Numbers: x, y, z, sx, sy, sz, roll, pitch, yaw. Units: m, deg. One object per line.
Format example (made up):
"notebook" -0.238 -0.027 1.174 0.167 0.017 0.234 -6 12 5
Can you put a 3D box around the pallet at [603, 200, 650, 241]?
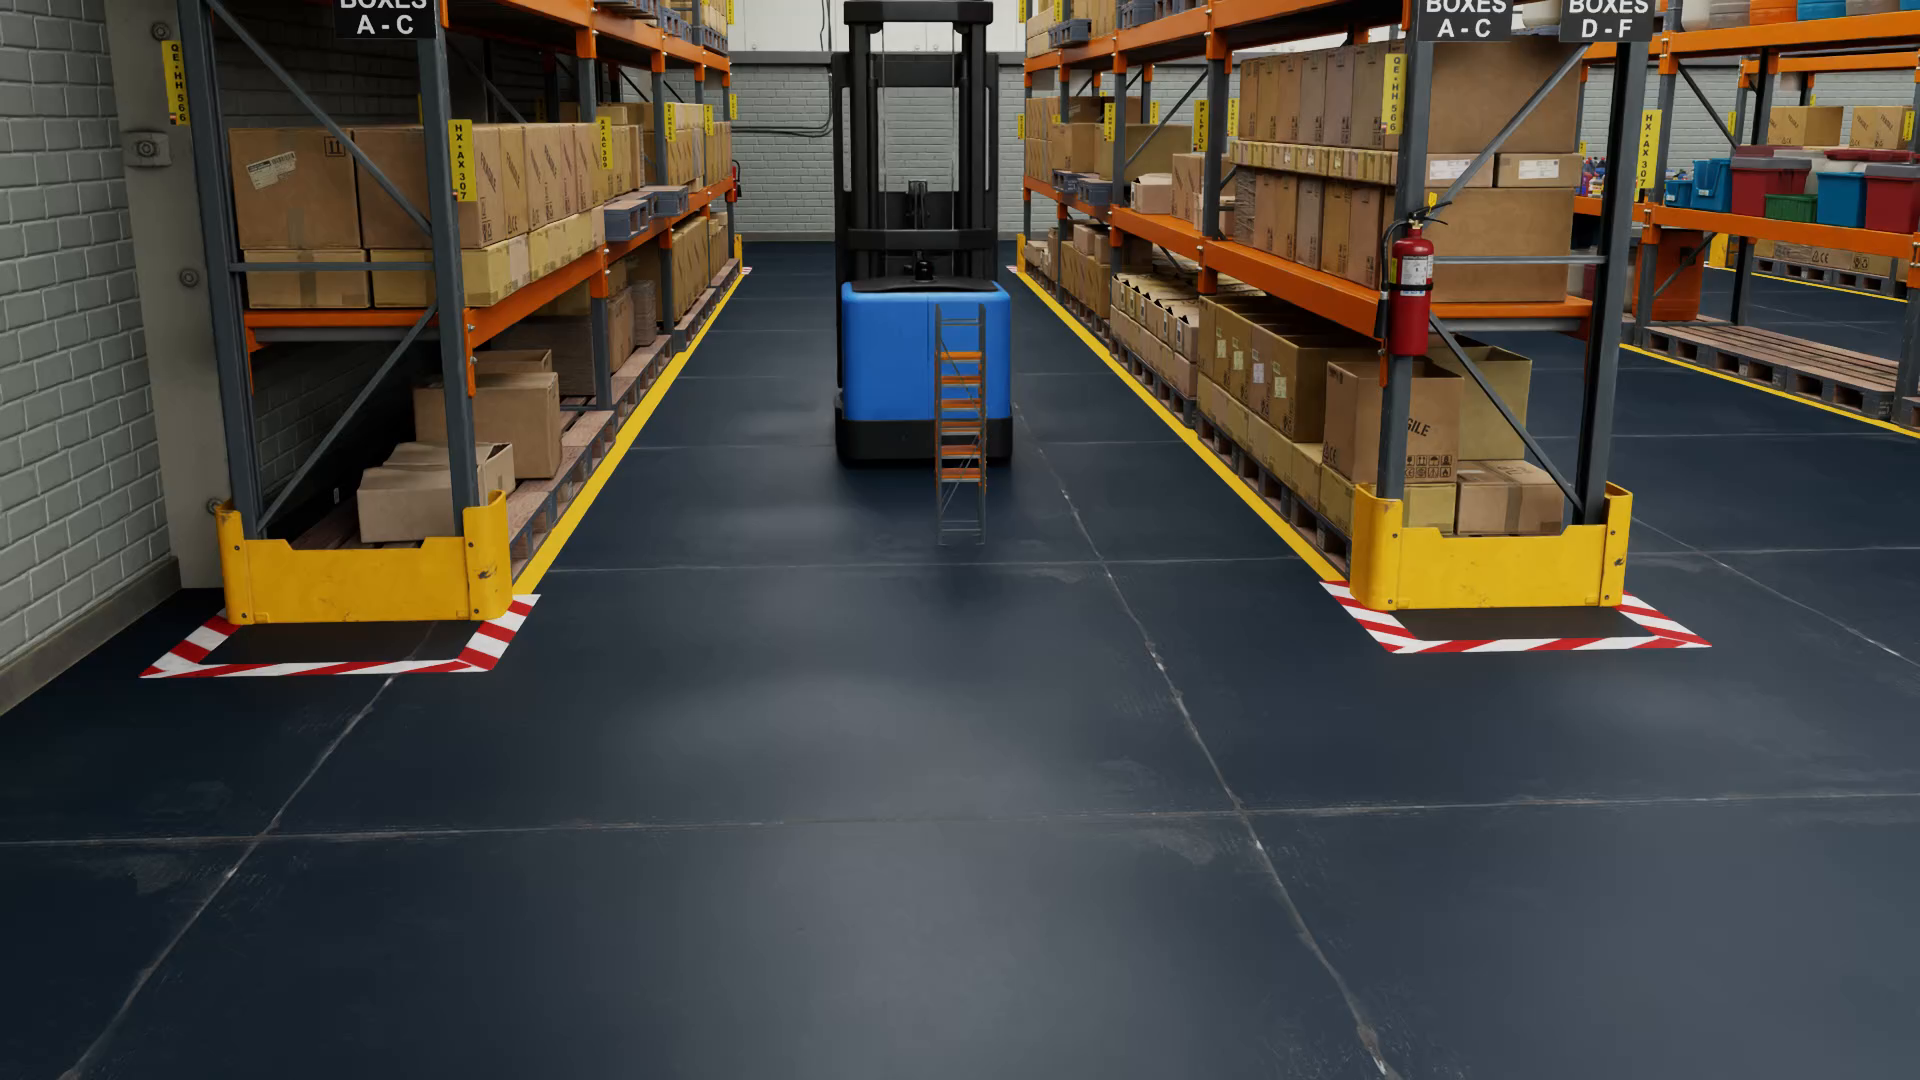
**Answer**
"pallet" -2.727 -2.216 11.505 1.003 0.211 1.213 -1 14 -3

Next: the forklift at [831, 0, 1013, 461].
"forklift" -0.311 -2.224 11.289 1.130 2.935 3.031 -1 14 -4

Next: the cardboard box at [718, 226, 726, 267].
"cardboard box" -3.394 -3.797 21.438 0.700 0.500 0.500 -1 14 -4

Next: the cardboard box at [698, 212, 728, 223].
"cardboard box" -3.235 -4.207 21.728 0.380 0.149 0.250 -1 14 -4

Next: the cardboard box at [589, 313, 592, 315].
"cardboard box" -2.969 -1.430 12.198 0.700 0.500 0.500 -1 14 -5

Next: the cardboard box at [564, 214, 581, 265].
"cardboard box" -2.424 -1.692 9.343 0.500 0.250 0.500 -1 14 -4

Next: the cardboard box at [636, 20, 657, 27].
"cardboard box" -2.759 -4.356 13.556 0.500 0.311 0.500 -1 14 -3

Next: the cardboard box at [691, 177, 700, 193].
"cardboard box" -2.932 -3.722 17.438 0.380 0.149 0.250 -1 14 -3

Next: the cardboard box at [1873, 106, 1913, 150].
"cardboard box" 11.216 -4.881 19.675 0.500 0.500 0.500 0 14 -2

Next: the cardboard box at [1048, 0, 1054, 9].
"cardboard box" 1.446 -6.662 20.174 0.700 0.500 0.500 -1 14 -3

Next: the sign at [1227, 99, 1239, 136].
"sign" 2.425 -3.759 14.794 0.100 0.325 0.005 -1 14 -3

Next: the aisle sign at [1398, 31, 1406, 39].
"aisle sign" 6.019 -6.527 22.655 0.394 0.787 0.004 -1 14 -3

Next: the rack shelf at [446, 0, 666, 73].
"rack shelf" -2.949 -3.719 12.383 1.077 0.370 4.000 -1 14 -3

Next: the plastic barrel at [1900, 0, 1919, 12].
"plastic barrel" 6.815 -4.088 11.371 0.600 0.901 0.708 -1 14 -3

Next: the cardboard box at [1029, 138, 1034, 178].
"cardboard box" 1.177 -4.984 21.679 0.500 0.500 0.500 -1 14 -4

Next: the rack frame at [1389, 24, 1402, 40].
"rack frame" 6.320 -8.160 22.180 1.000 3.000 0.127 -1 14 -3

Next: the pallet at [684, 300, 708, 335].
"pallet" -3.119 -2.261 16.891 1.003 0.211 1.213 -1 14 -3

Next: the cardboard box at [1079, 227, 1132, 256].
"cardboard box" 1.504 -3.052 16.997 0.500 0.250 0.500 -1 14 -4

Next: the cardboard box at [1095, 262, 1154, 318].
"cardboard box" 1.579 -2.421 16.048 0.500 0.500 0.500 0 14 -1

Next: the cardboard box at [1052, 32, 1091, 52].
"cardboard box" 1.328 -5.681 18.867 0.500 0.250 0.500 -1 14 -3

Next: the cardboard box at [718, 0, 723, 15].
"cardboard box" -3.231 -6.794 20.644 0.500 0.500 0.500 0 14 -2

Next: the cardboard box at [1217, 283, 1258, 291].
"cardboard box" 2.217 -1.951 13.640 0.500 0.311 0.500 -1 14 -4

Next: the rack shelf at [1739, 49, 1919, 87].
"rack shelf" 11.387 -5.938 21.008 1.077 0.370 4.000 -1 14 -3

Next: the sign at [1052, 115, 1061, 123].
"sign" 1.082 -4.593 18.620 0.100 0.325 0.005 -1 14 -3

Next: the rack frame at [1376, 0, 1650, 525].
"rack frame" 2.367 -1.199 7.169 1.000 3.000 0.127 -1 14 -3

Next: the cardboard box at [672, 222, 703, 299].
"cardboard box" -3.093 -2.888 17.203 0.750 0.750 0.750 0 14 -2

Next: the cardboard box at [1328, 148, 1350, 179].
"cardboard box" 2.089 -1.911 8.430 0.380 0.149 0.250 0 14 -2

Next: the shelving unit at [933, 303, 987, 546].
"shelving unit" 0.001 -0.577 8.363 0.258 1.200 0.189 -1 14 -3

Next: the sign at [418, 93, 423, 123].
"sign" -3.379 -2.668 10.553 0.100 0.325 0.005 -1 14 -3

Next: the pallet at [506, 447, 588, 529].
"pallet" -2.669 -0.296 9.252 1.003 0.211 1.213 -1 14 -3

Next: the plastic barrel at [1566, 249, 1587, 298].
"plastic barrel" 6.574 -2.804 17.556 0.421 0.512 0.421 0 14 0

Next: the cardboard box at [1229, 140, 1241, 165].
"cardboard box" 1.942 -2.487 10.670 0.380 0.149 0.250 -1 14 -4

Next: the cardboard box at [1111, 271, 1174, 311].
"cardboard box" 1.611 -2.198 14.598 0.500 0.311 0.500 0 14 -2

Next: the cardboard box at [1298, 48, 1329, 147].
"cardboard box" 2.246 -2.386 8.977 0.700 0.500 0.500 -1 14 -3

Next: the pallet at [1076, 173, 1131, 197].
"pallet" 1.746 -3.580 16.805 1.003 0.211 1.213 -1 14 -3

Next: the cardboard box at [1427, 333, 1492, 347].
"cardboard box" 2.479 -0.820 8.863 0.500 0.500 0.500 -1 14 -3

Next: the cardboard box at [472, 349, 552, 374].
"cardboard box" -2.721 -0.862 9.990 0.500 0.500 0.500 -2 15 -8

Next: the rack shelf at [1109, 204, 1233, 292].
"rack shelf" 1.995 -2.343 13.058 1.077 0.370 4.000 -1 14 -3

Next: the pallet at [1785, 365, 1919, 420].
"pallet" 6.976 -1.114 12.433 1.003 0.211 1.213 -1 14 -3

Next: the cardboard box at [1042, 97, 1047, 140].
"cardboard box" 1.268 -5.091 20.086 0.500 0.500 0.500 -1 14 -3

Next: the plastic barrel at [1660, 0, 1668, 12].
"plastic barrel" 6.783 -5.270 15.264 0.600 0.830 0.708 -1 14 -3

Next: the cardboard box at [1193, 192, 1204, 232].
"cardboard box" 1.881 -2.345 11.890 0.396 0.266 0.258 -1 14 -5

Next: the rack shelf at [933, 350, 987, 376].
"rack shelf" 0.001 -0.883 8.284 0.258 0.103 0.180 -1 14 -3

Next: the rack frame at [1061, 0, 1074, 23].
"rack frame" 1.623 -7.089 18.020 1.000 3.000 0.127 -1 14 -3

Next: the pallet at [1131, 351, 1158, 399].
"pallet" 1.956 -1.331 13.274 1.003 0.211 1.213 -1 14 -3

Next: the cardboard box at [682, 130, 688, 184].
"cardboard box" -2.900 -3.692 16.020 0.500 0.500 0.500 -1 14 -4

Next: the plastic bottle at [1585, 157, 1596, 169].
"plastic bottle" 6.819 -3.964 18.011 0.144 0.351 0.185 -1 14 -3

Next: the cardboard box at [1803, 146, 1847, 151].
"cardboard box" 11.127 -4.895 21.234 0.500 0.250 0.500 -1 14 -5

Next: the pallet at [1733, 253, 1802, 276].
"pallet" 11.391 -3.783 22.804 1.003 0.211 1.213 -1 14 -3

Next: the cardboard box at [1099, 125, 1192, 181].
"cardboard box" 1.720 -3.596 15.438 0.700 0.500 0.500 -6 16 -22

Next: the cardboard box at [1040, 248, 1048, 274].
"cardboard box" 1.258 -3.419 20.307 0.500 0.311 0.500 -1 14 -3
